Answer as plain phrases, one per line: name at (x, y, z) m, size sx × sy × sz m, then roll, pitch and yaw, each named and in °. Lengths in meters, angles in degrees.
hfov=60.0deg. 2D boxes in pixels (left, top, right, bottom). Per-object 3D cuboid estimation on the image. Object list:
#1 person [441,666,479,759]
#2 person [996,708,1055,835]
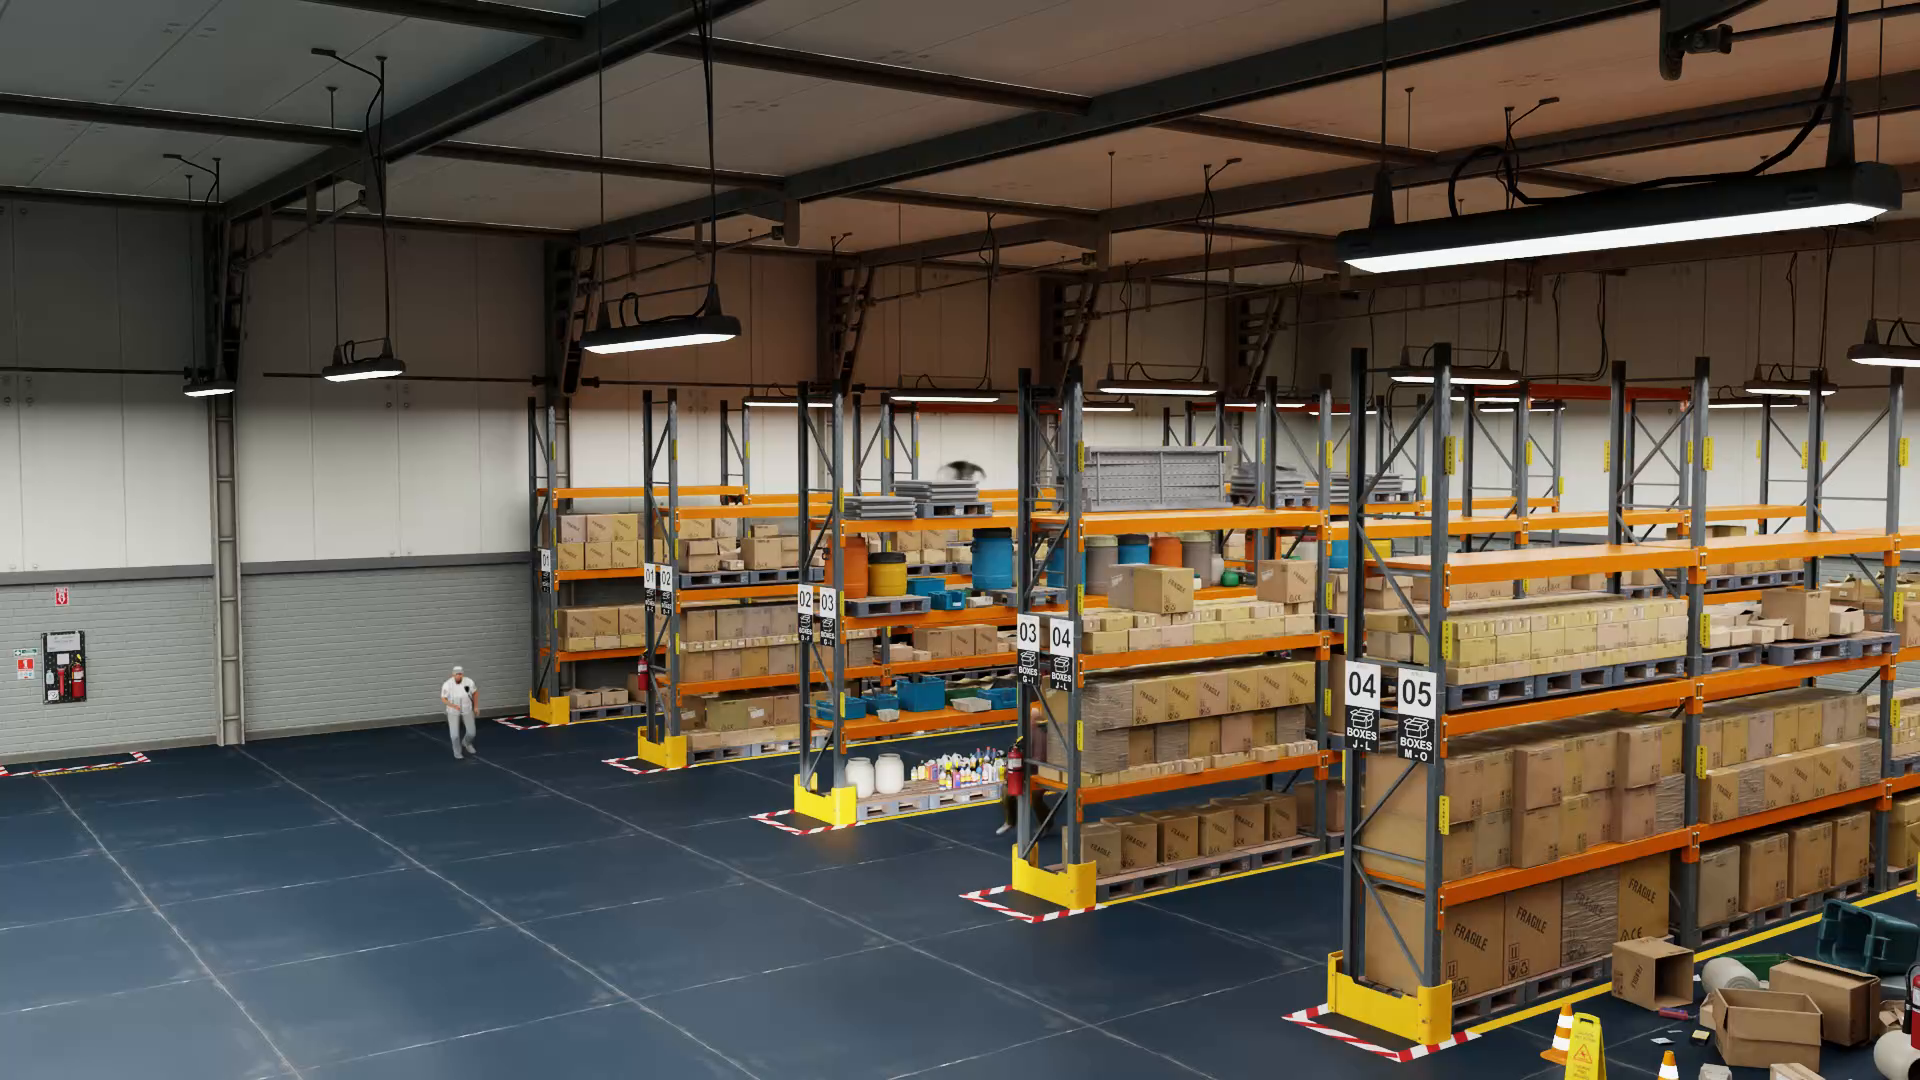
person at (-8.133, 2.800, 27.053) m, size 0.586 × 1.558 × 0.726 m, roll -1°, pitch 4°, yaw -20°
person at (0.904, 3.000, 21.494) m, size 0.860 × 1.720 × 0.778 m, roll -2°, pitch 4°, yaw -30°
